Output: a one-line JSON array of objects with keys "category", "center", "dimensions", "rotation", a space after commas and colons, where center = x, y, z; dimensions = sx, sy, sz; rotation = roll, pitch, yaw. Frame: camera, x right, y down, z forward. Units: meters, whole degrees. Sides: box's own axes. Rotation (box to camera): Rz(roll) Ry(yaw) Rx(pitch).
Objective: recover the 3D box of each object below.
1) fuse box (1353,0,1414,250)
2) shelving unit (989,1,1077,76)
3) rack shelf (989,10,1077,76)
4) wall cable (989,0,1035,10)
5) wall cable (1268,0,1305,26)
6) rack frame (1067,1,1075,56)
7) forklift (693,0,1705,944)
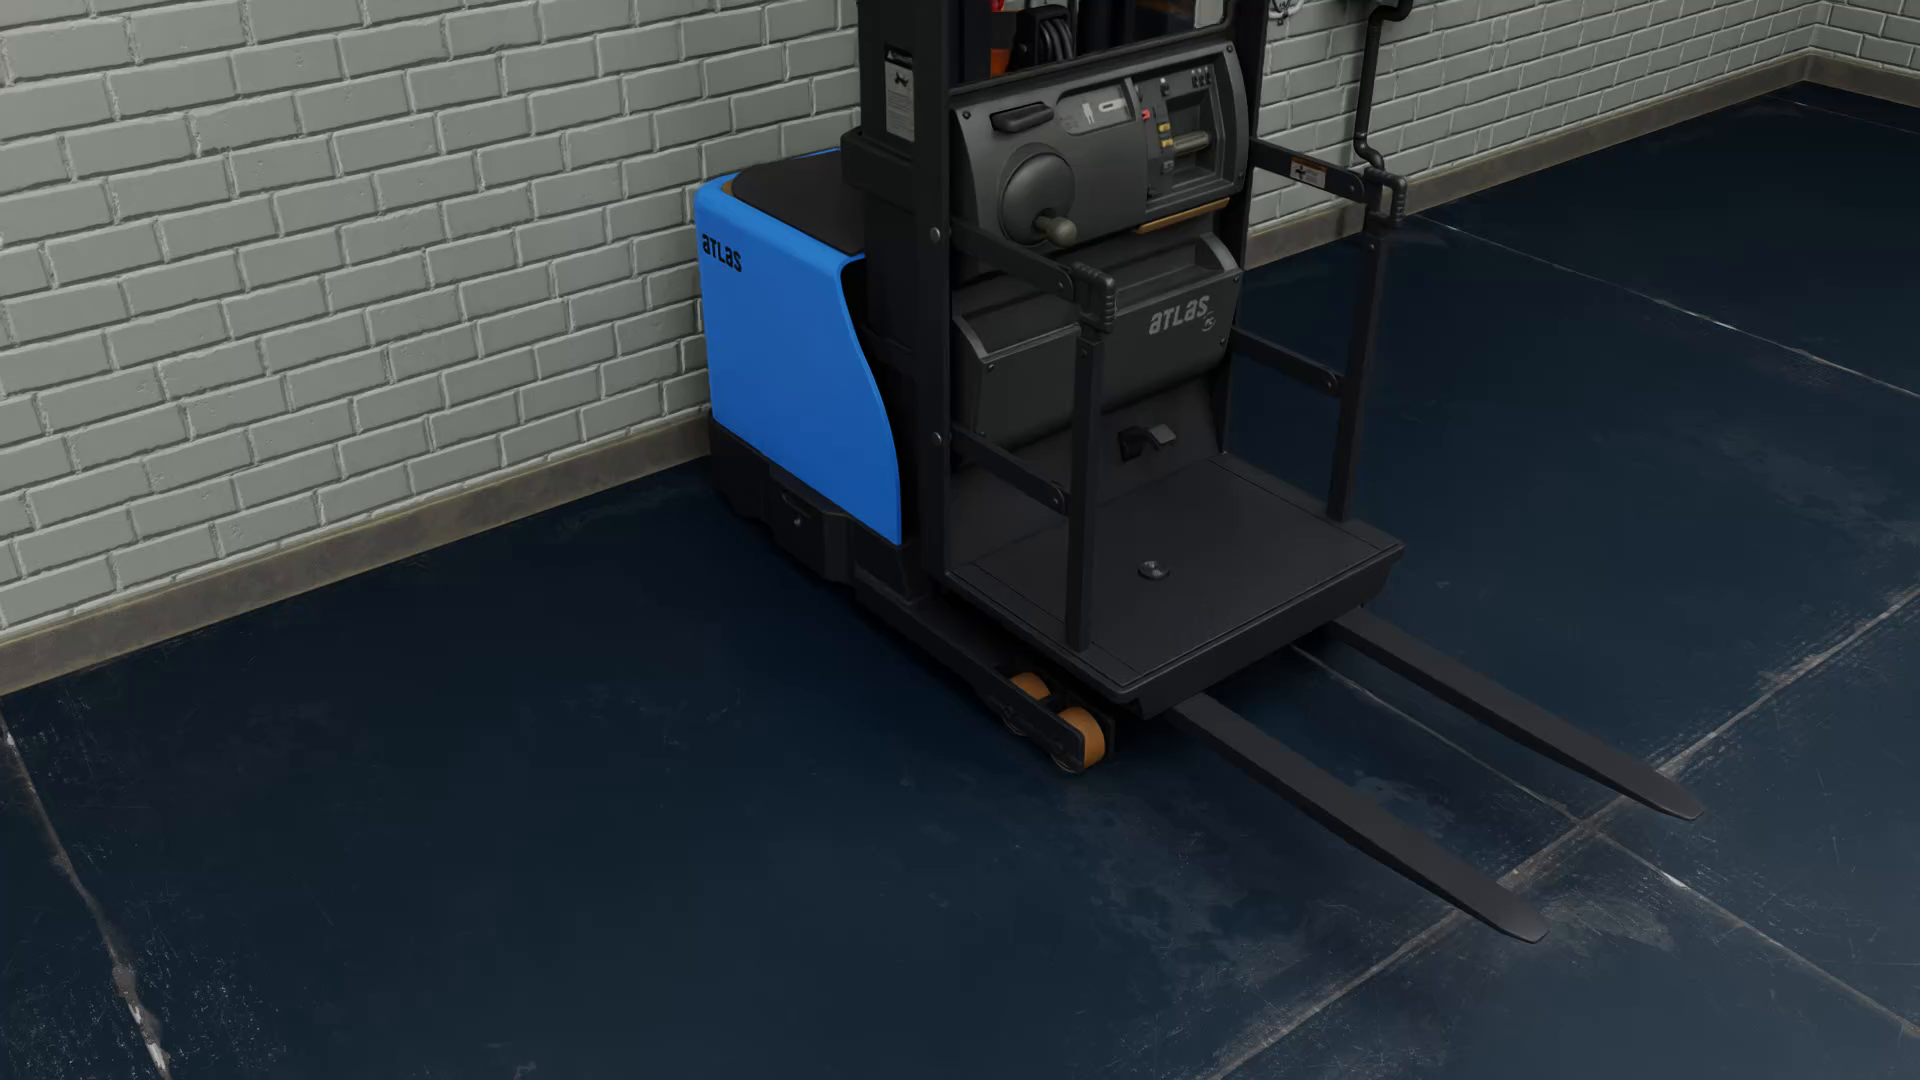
[{"category": "fuse box", "center": [1.826, -2.004, 6.856], "dimensions": [0.539, 1.711, 0.414], "rotation": [-22, 38, -31]}, {"category": "shelving unit", "center": [0.184, -1.473, 5.482], "dimensions": [0.503, 2.100, 0.431], "rotation": [6, 36, 17]}, {"category": "rack shelf", "center": [0.185, -1.461, 5.489], "dimensions": [0.480, 0.518, 0.431], "rotation": [6, 36, 17]}, {"category": "wall cable", "center": [0.077, -2.378, 5.243], "dimensions": [0.585, 1.953, 0.123], "rotation": [-22, 38, -31]}, {"category": "wall cable", "center": [1.191, -2.828, 5.998], "dimensions": [0.588, 1.984, 0.122], "rotation": [-22, 38, -31]}, {"category": "rack frame", "center": [0.417, -1.449, 5.412], "dimensions": [0.015, 2.100, 0.400], "rotation": [6, 36, 17]}, {"category": "forklift", "center": [0.508, -0.946, 3.995], "dimensions": [1.130, 2.935, 3.031], "rotation": [-23, 39, -32]}]
